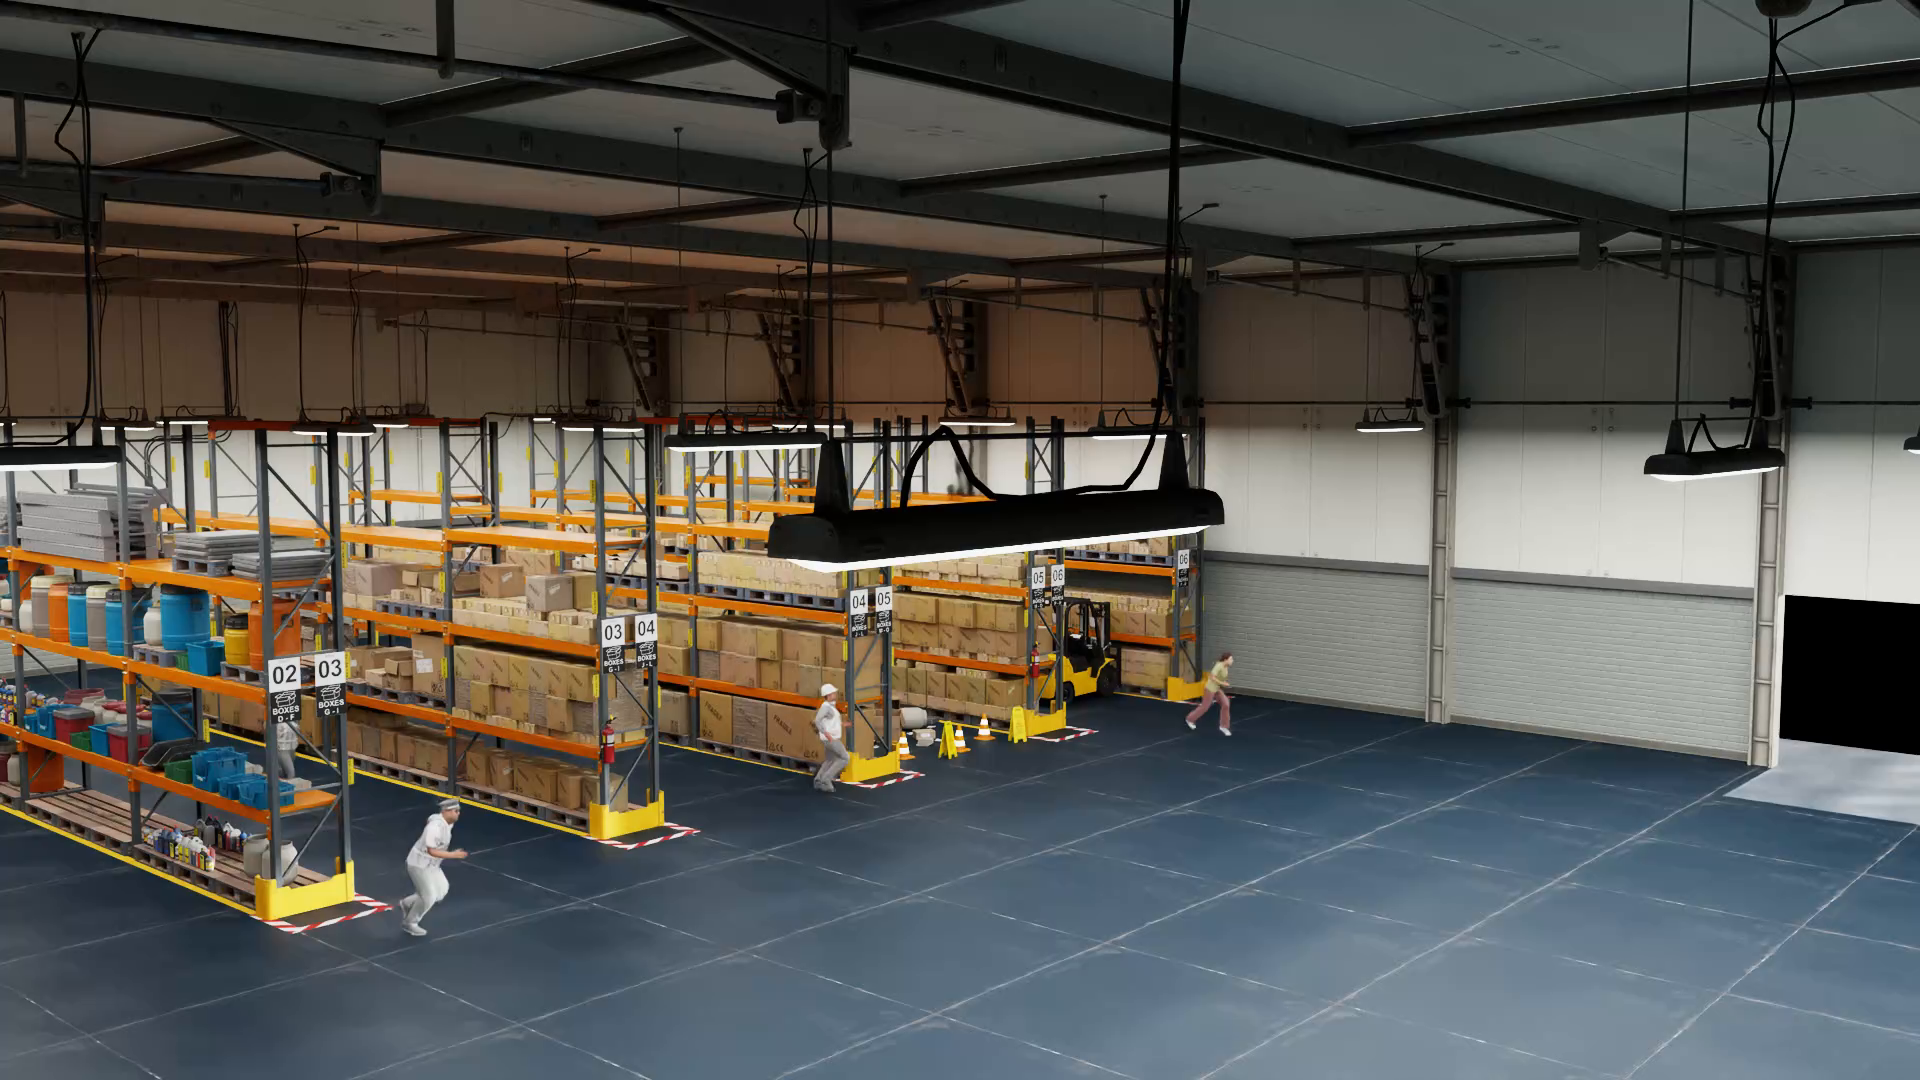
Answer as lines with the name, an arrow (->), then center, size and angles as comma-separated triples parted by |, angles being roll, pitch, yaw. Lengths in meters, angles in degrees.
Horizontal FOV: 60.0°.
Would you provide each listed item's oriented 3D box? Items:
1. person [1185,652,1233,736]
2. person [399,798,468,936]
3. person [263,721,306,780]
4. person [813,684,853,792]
person -> 4.766, 2.929, 31.788 | 0.974, 1.607, 0.617 | 2, 5, 27
person -> -6.257, 3.888, 19.868 | 0.796, 1.626, 0.677 | 0, 5, -4
person -> -10.651, 3.309, 26.186 | 0.944, 1.708, 0.592 | 2, 5, 25
person -> -2.067, 3.206, 26.986 | 0.656, 1.742, 0.640 | 0, 5, -5
